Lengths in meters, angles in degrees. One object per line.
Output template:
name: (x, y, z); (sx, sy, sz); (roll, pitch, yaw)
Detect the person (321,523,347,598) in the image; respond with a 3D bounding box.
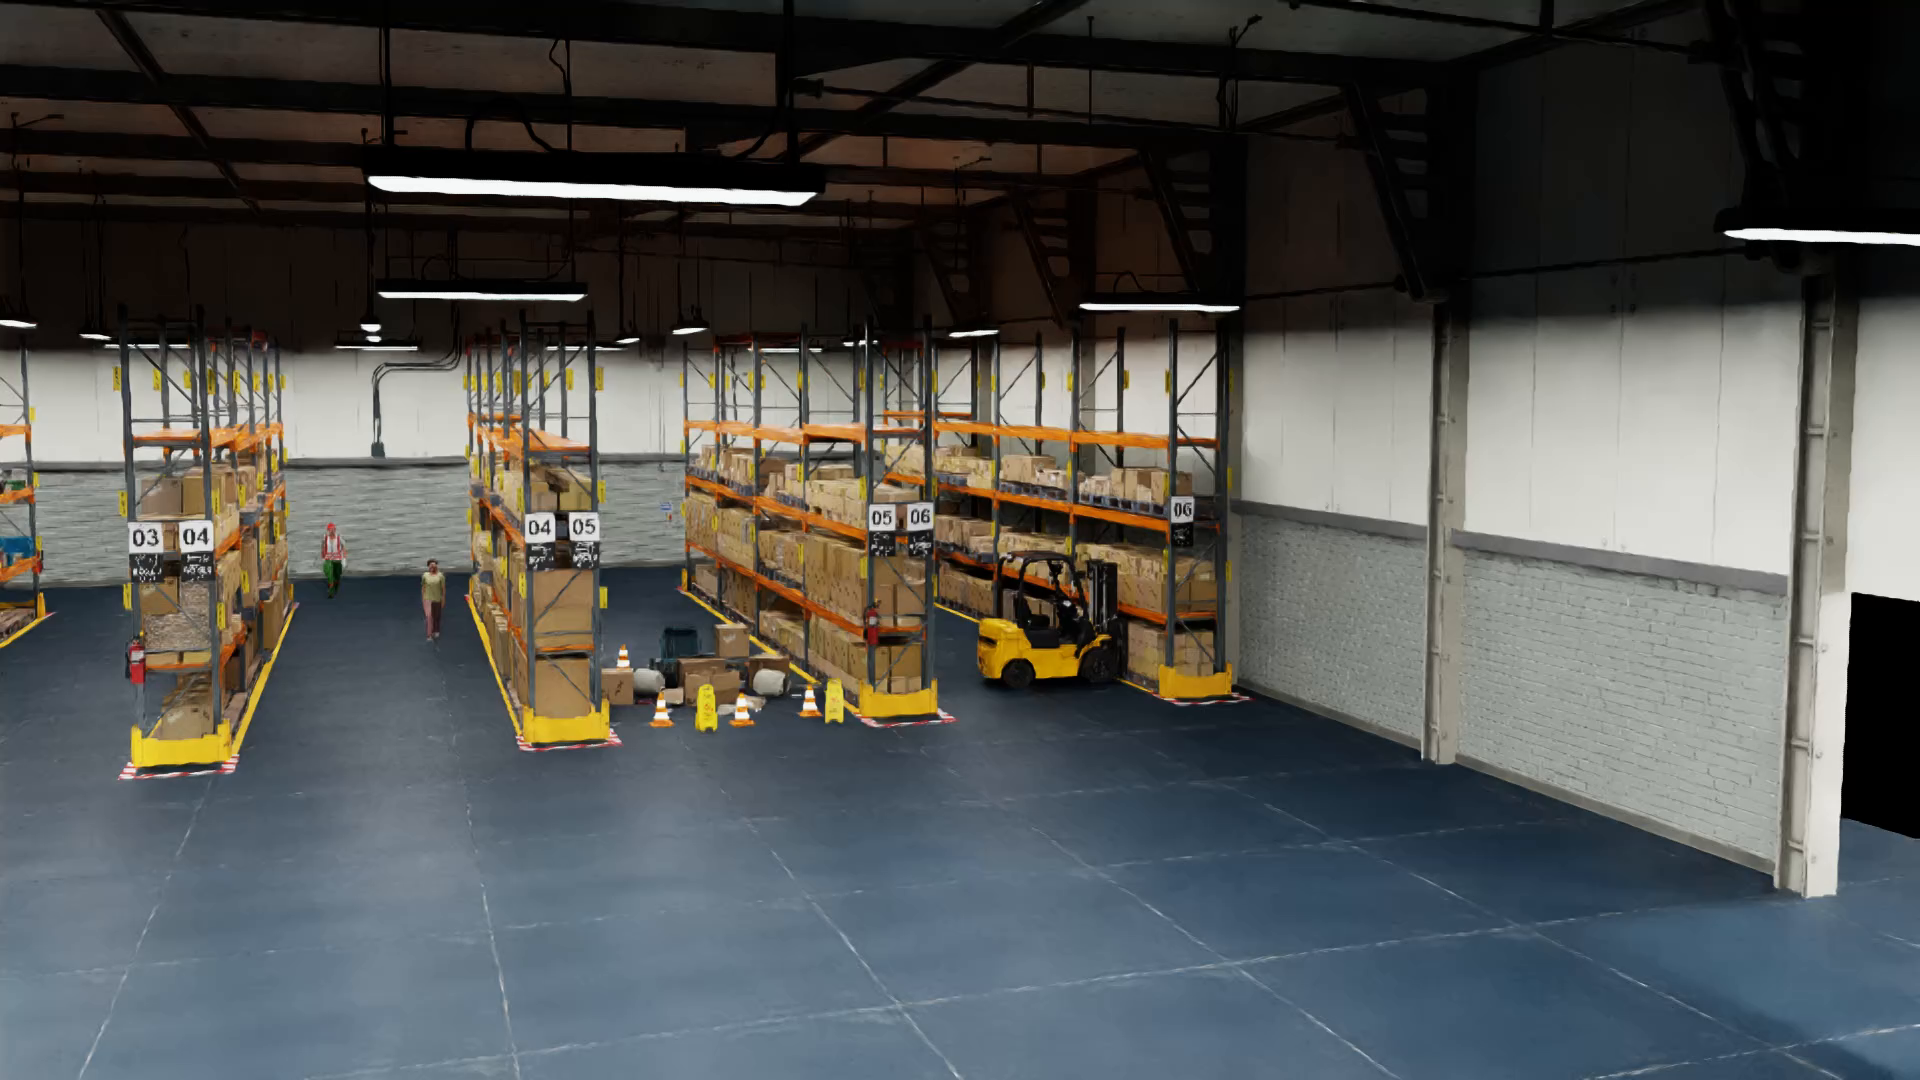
person: (-14.624, 0.455, 38.838); (0.567, 1.736, 1.044); (-2, 6, -20)

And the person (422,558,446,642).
person: (-10.177, 1.149, 32.208); (0.446, 1.574, 1.110); (-2, 6, -21)
